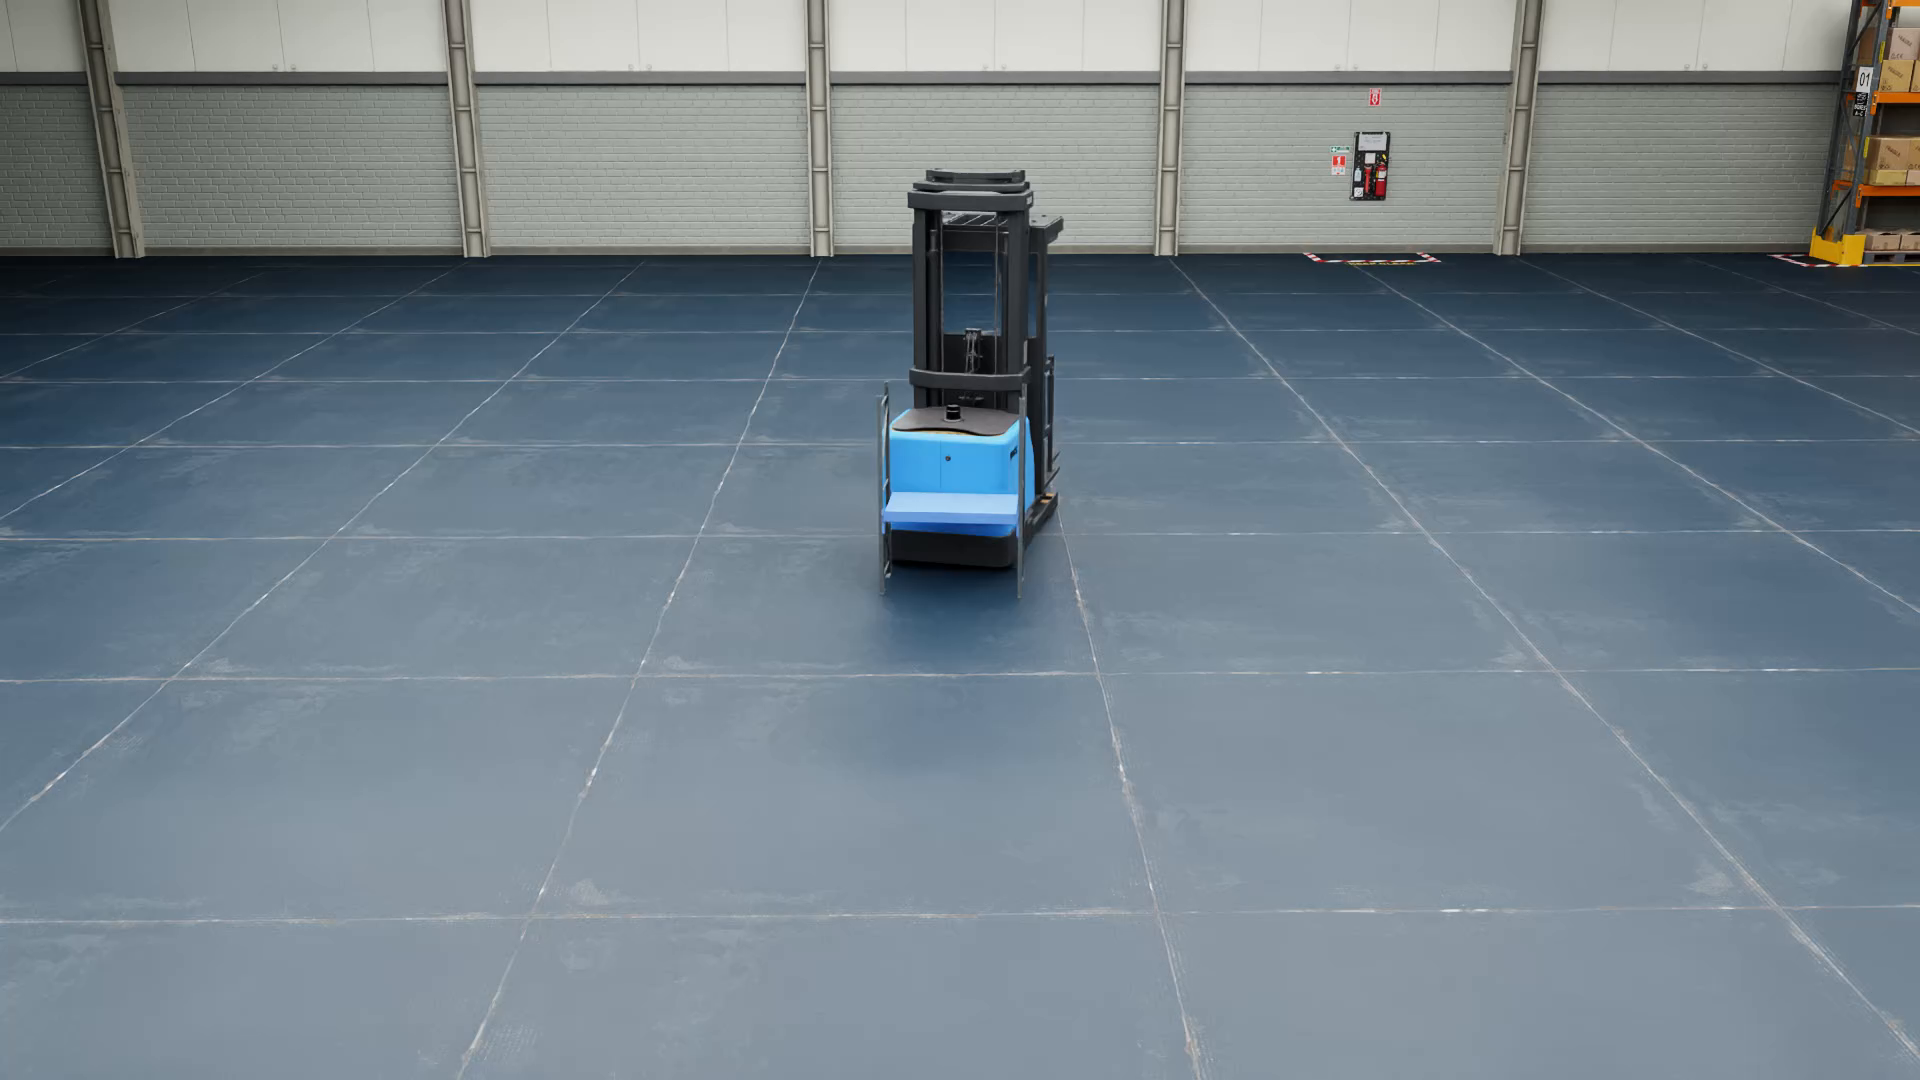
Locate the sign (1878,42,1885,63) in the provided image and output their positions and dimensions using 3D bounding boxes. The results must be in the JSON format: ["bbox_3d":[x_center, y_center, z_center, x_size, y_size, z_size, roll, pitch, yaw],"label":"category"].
[{"bbox_3d":[14.920,-7.900,26.921,0.005,0.325,0.100,0,18,-1],"label":"sign"}]

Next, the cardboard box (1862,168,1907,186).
[{"bbox_3d":[15.404,-6.064,27.755,0.500,0.250,0.500,-1,18,-2],"label":"cardboard box"}]

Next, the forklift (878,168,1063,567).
[{"bbox_3d":[0.223,-1.599,13.733,1.130,2.935,3.031,4,18,13],"label":"forklift"}]

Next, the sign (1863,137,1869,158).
[{"bbox_3d":[14.920,-6.467,27.381,0.005,0.325,0.100,0,18,-1],"label":"sign"}]

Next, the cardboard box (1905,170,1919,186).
[{"bbox_3d":[15.923,-6.071,27.776,0.500,0.250,0.500,-1,18,-3],"label":"cardboard box"}]

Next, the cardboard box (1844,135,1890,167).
[{"bbox_3d":[15.379,-6.583,28.144,0.500,0.500,0.500,0,18,-1],"label":"cardboard box"}]

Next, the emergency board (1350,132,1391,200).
[{"bbox_3d":[7.127,-6.459,28.773,0.643,1.169,0.194,0,18,-1],"label":"emergency board"}]

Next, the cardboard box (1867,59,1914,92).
[{"bbox_3d":[15.249,-7.632,27.320,0.500,0.500,0.500,0,18,1],"label":"cardboard box"}]

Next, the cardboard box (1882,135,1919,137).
[{"bbox_3d":[15.883,-6.583,28.143,0.500,0.500,0.500,0,18,0],"label":"cardboard box"}]

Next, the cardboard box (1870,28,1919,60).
[{"bbox_3d":[15.300,-8.110,27.175,0.500,0.500,0.500,-2,18,-5],"label":"cardboard box"}]

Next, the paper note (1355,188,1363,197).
[{"bbox_3d":[6.949,-6.060,28.970,0.142,0.148,0.016,0,18,-1],"label":"paper note"}]

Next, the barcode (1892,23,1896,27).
[{"bbox_3d":[15.613,-8.615,27.799,0.075,0.075,0.001,0,18,-1],"label":"barcode"}]

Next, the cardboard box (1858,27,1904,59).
[{"bbox_3d":[15.338,-8.264,27.656,0.500,0.500,0.500,1,18,2],"label":"cardboard box"}]

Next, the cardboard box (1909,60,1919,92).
[{"bbox_3d":[15.787,-7.623,27.294,0.500,0.500,0.500,1,18,3],"label":"cardboard box"}]

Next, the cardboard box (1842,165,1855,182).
[{"bbox_3d":[15.376,-6.221,28.241,0.500,0.250,0.500,0,18,0],"label":"cardboard box"}]

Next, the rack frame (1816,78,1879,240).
[{"bbox_3d":[14.911,-6.221,28.030,0.127,3.000,1.000,0,18,-1],"label":"rack frame"}]

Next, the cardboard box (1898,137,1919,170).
[{"bbox_3d":[15.888,-6.426,27.654,0.500,0.500,0.500,0,18,-1],"label":"cardboard box"}]

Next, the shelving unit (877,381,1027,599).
[{"bbox_3d":[-0.052,-0.371,12.248,1.048,1.500,0.538,1,18,4],"label":"shelving unit"}]

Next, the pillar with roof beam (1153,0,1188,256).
[{"bbox_3d":[3.667,-7.972,23.668,0.400,9.000,9.100,0,18,-1],"label":"pillar with roof beam"}]

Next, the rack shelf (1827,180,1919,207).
[{"bbox_3d":[16.911,-5.888,28.170,4.000,0.370,1.077,0,18,-1],"label":"rack shelf"}]

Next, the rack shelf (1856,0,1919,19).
[{"bbox_3d":[16.911,-8.743,27.254,4.000,0.370,1.077,0,18,-1],"label":"rack shelf"}]

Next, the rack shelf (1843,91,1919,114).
[{"bbox_3d":[16.911,-7.316,27.711,4.000,0.370,1.077,0,18,-1],"label":"rack shelf"}]

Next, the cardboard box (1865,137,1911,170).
[{"bbox_3d":[15.393,-6.427,27.656,0.500,0.500,0.500,0,18,-1],"label":"cardboard box"}]

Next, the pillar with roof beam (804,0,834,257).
[{"bbox_3d":[-2.332,-7.944,23.578,0.400,9.000,9.100,0,18,-1],"label":"pillar with roof beam"}]

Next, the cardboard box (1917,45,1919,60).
[{"bbox_3d":[15.803,-8.097,27.134,0.500,0.500,0.500,0,18,-1],"label":"cardboard box"}]

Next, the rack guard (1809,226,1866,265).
[{"bbox_3d":[14.987,-5.031,28.413,0.348,0.500,1.175,0,18,-1],"label":"rack guard"}]

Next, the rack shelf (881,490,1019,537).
[{"bbox_3d":[-0.052,-0.199,12.303,1.000,0.185,0.538,1,18,4],"label":"rack shelf"}]

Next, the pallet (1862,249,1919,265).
[{"bbox_3d":[15.800,-4.887,28.435,1.213,0.211,1.003,0,18,-1],"label":"pallet"}]

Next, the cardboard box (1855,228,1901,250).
[{"bbox_3d":[15.604,-5.126,28.298,0.500,0.311,0.500,-2,18,-7],"label":"cardboard box"}]

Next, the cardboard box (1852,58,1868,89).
[{"bbox_3d":[15.324,-7.786,27.801,0.500,0.500,0.500,1,18,3],"label":"cardboard box"}]

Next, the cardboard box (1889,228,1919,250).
[{"bbox_3d":[16.174,-5.129,28.306,0.500,0.311,0.500,1,18,4],"label":"cardboard box"}]

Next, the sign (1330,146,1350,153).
[{"bbox_3d":[6.577,-6.755,28.768,0.331,0.109,0.001,0,18,-1],"label":"sign"}]

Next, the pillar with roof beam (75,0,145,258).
[{"bbox_3d":[-14.331,-7.886,23.398,0.400,9.000,9.100,0,18,-1],"label":"pillar with roof beam"}]

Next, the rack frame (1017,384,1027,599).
[{"bbox_3d":[0.455,-0.359,12.210,0.032,1.500,0.500,1,18,4],"label":"rack frame"}]

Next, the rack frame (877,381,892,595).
[{"bbox_3d":[-0.559,-0.383,12.286,0.032,1.500,0.500,1,18,4],"label":"rack frame"}]

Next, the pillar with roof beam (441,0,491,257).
[{"bbox_3d":[-8.332,-7.915,23.488,0.400,9.000,9.100,0,18,-1],"label":"pillar with roof beam"}]

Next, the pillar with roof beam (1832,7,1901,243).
[{"bbox_3d":[15.665,-8.030,23.849,0.400,9.000,9.100,0,18,-1],"label":"pillar with roof beam"}]

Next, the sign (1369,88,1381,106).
[{"bbox_3d":[7.117,-7.594,28.513,0.199,0.298,0.001,0,18,-1],"label":"sign"}]

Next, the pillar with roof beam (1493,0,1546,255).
[{"bbox_3d":[9.666,-8.001,23.758,0.400,9.000,9.100,0,18,-1],"label":"pillar with roof beam"}]

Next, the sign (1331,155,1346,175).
[{"bbox_3d":[6.572,-6.505,28.857,0.234,0.329,0.001,0,18,-1],"label":"sign"}]

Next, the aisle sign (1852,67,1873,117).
[{"bbox_3d":[14.844,-7.367,27.346,0.004,0.787,0.394,0,18,-1],"label":"aisle sign"}]

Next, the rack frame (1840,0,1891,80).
[{"bbox_3d":[14.911,-9.078,27.113,0.127,3.000,1.000,0,18,-1],"label":"rack frame"}]
